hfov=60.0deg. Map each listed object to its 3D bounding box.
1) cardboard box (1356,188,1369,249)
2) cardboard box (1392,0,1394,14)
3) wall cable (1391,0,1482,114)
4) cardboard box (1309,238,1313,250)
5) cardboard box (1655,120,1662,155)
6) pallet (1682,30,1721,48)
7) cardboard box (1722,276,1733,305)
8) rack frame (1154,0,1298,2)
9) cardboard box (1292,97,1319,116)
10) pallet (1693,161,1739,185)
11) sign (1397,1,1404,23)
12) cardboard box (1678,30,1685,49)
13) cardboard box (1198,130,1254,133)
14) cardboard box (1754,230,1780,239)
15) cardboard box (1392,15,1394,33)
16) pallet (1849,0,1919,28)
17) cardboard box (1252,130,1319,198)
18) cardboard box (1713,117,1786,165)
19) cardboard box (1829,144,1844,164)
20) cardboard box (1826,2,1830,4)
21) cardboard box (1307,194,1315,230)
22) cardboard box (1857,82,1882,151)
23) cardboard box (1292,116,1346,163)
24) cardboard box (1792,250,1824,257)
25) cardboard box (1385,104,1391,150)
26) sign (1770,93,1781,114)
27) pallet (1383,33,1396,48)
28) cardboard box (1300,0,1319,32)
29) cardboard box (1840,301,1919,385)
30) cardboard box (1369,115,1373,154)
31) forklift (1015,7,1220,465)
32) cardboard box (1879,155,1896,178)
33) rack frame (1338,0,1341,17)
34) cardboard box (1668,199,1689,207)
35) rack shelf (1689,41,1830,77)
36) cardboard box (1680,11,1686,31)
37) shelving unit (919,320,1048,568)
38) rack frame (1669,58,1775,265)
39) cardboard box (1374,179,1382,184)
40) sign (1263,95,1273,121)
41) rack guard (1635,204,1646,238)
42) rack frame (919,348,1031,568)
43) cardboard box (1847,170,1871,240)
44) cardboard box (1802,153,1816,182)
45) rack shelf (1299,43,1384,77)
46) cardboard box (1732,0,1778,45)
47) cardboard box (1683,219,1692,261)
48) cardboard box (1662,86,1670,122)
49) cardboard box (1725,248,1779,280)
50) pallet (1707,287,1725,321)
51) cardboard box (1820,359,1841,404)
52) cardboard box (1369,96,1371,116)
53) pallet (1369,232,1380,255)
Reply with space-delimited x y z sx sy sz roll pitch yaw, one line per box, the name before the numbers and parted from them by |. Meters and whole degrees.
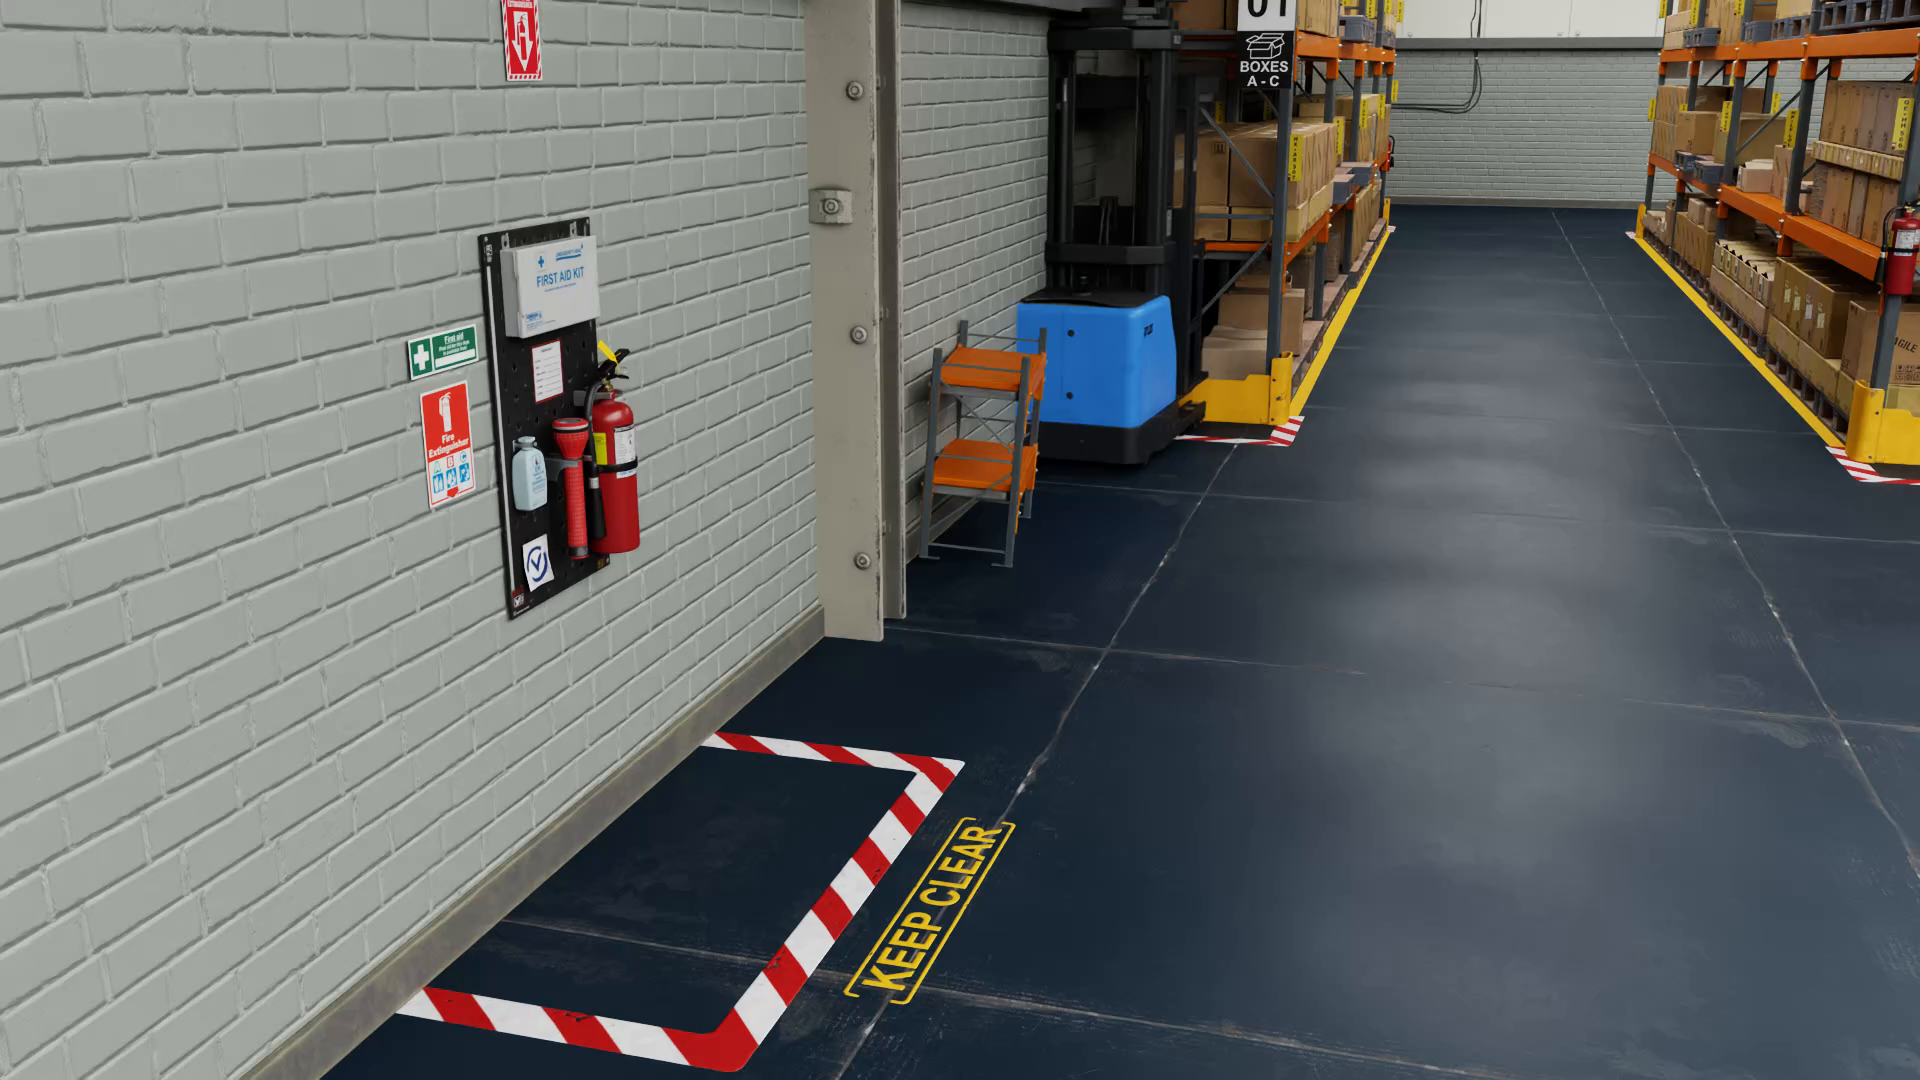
cardboard box | 4.974 -4.252 21.993 0.750 0.750 0.750 5 17 18
cardboard box | 6.181 -8.046 24.649 0.500 0.500 0.500 4 16 13
wall cable | 8.371 -9.388 31.627 3.097 2.526 0.112 5 16 16
cardboard box | 3.470 -3.220 17.584 0.500 0.250 0.500 4 16 14
cardboard box | 10.651 -5.978 24.724 0.500 0.500 0.500 4 16 15
pallet | 9.782 -6.301 20.896 1.213 0.211 1.003 5 16 16
cardboard box | 8.183 -2.564 17.143 0.500 0.250 0.500 4 16 14
rack frame | 1.874 -5.244 11.326 1.000 3.000 0.127 5 16 16
cardboard box | 4.028 -5.151 19.854 0.500 0.250 0.500 5 17 17
pallet | 9.023 -4.158 18.843 1.213 0.211 1.003 5 16 16
sign | 6.937 -8.329 26.222 0.100 0.325 0.005 5 16 16
cardboard box | 10.204 -6.894 22.917 0.500 0.250 0.500 5 16 16
cardboard box | 2.099 -3.062 13.493 0.500 0.500 0.500 4 16 14
cardboard box | 9.444 -3.311 19.280 0.500 0.500 0.500 4 16 14
cardboard box | 6.320 -7.816 25.214 0.500 0.250 0.500 4 16 14
pallet | 7.195 -3.878 12.171 1.003 0.211 1.213 5 16 16
cardboard box | 2.600 -3.021 13.346 0.500 0.500 0.500 4 16 14
cardboard box | 8.969 -4.491 18.714 0.700 0.500 0.500 -1 16 -3
cardboard box | 7.283 -3.124 13.474 0.380 0.149 0.250 4 16 15
cardboard box | 8.099 -4.898 15.110 0.500 0.250 0.500 3 16 10
cardboard box | 2.601 -2.668 13.477 0.500 0.250 0.500 4 16 15
cardboard box | 7.213 -3.183 12.493 0.700 0.500 0.500 5 16 16
cardboard box | 4.023 -4.587 19.014 0.700 0.500 0.500 3 16 9
cardboard box | 8.697 -2.792 16.918 0.500 0.311 0.500 5 16 16
cardboard box | 6.285 -6.554 26.389 0.980 0.700 0.700 5 17 18
sign | 10.568 -5.629 21.556 0.100 0.325 0.005 5 16 16
pallet | 6.220 -7.749 25.818 1.003 0.211 1.213 5 16 16
cardboard box | 2.395 -4.064 12.445 0.500 0.500 0.500 6 17 20
cardboard box | 6.491 -1.378 11.585 0.500 0.500 0.500 5 16 16
cardboard box | 5.108 -5.293 21.727 0.500 0.500 0.500 5 16 16
forklift | 1.194 -2.259 11.923 1.130 2.935 3.031 6 17 20
cardboard box | 6.769 -2.651 11.805 0.380 0.149 0.250 5 17 17
rack frame | 3.011 -6.290 15.016 1.000 3.000 0.127 5 16 16
cardboard box | 10.563 -4.617 23.877 0.797 0.503 0.637 5 16 16
rack shelf | 9.466 -5.688 19.706 1.077 0.370 4.000 5 16 16
cardboard box | 10.202 -7.135 22.849 0.500 0.250 0.500 5 16 16
shelving unit | 0.140 -0.558 9.170 0.538 1.125 1.048 6 16 6
rack frame | 10.034 -5.114 21.862 1.000 3.000 0.127 5 16 16
cardboard box | 6.456 -5.617 26.257 0.380 0.149 0.250 4 16 15
sign | 3.614 -5.050 19.514 0.100 0.325 0.005 5 16 16
rack guard | 11.150 -4.938 25.823 1.175 0.500 0.348 5 16 16
rack frame | 0.072 -0.422 8.685 0.500 1.125 0.032 6 16 6
cardboard box | 7.207 -2.549 12.636 0.700 0.500 0.500 5 17 18
cardboard box | 8.145 -3.407 15.659 0.500 0.500 0.500 6 17 20
rack shelf | 4.716 -6.071 21.057 1.077 0.370 4.000 5 16 16
cardboard box | 8.989 -5.675 18.161 0.910 0.500 0.500 5 16 16
cardboard box | 9.373 -3.745 20.810 0.500 0.500 0.500 5 17 17
cardboard box | 10.504 -6.326 24.120 0.500 0.500 0.500 5 17 17
cardboard box | 8.179 -2.831 17.055 0.500 0.311 0.500 4 16 14
pallet | 8.626 -2.514 17.805 1.003 0.211 1.213 5 16 16
cardboard box | 6.624 -1.149 12.152 0.500 0.250 0.500 5 16 16
cardboard box | 4.953 -5.517 21.143 0.500 0.250 0.500 4 16 15
pallet | 5.575 -4.349 24.274 1.003 0.211 1.213 5 16 16
